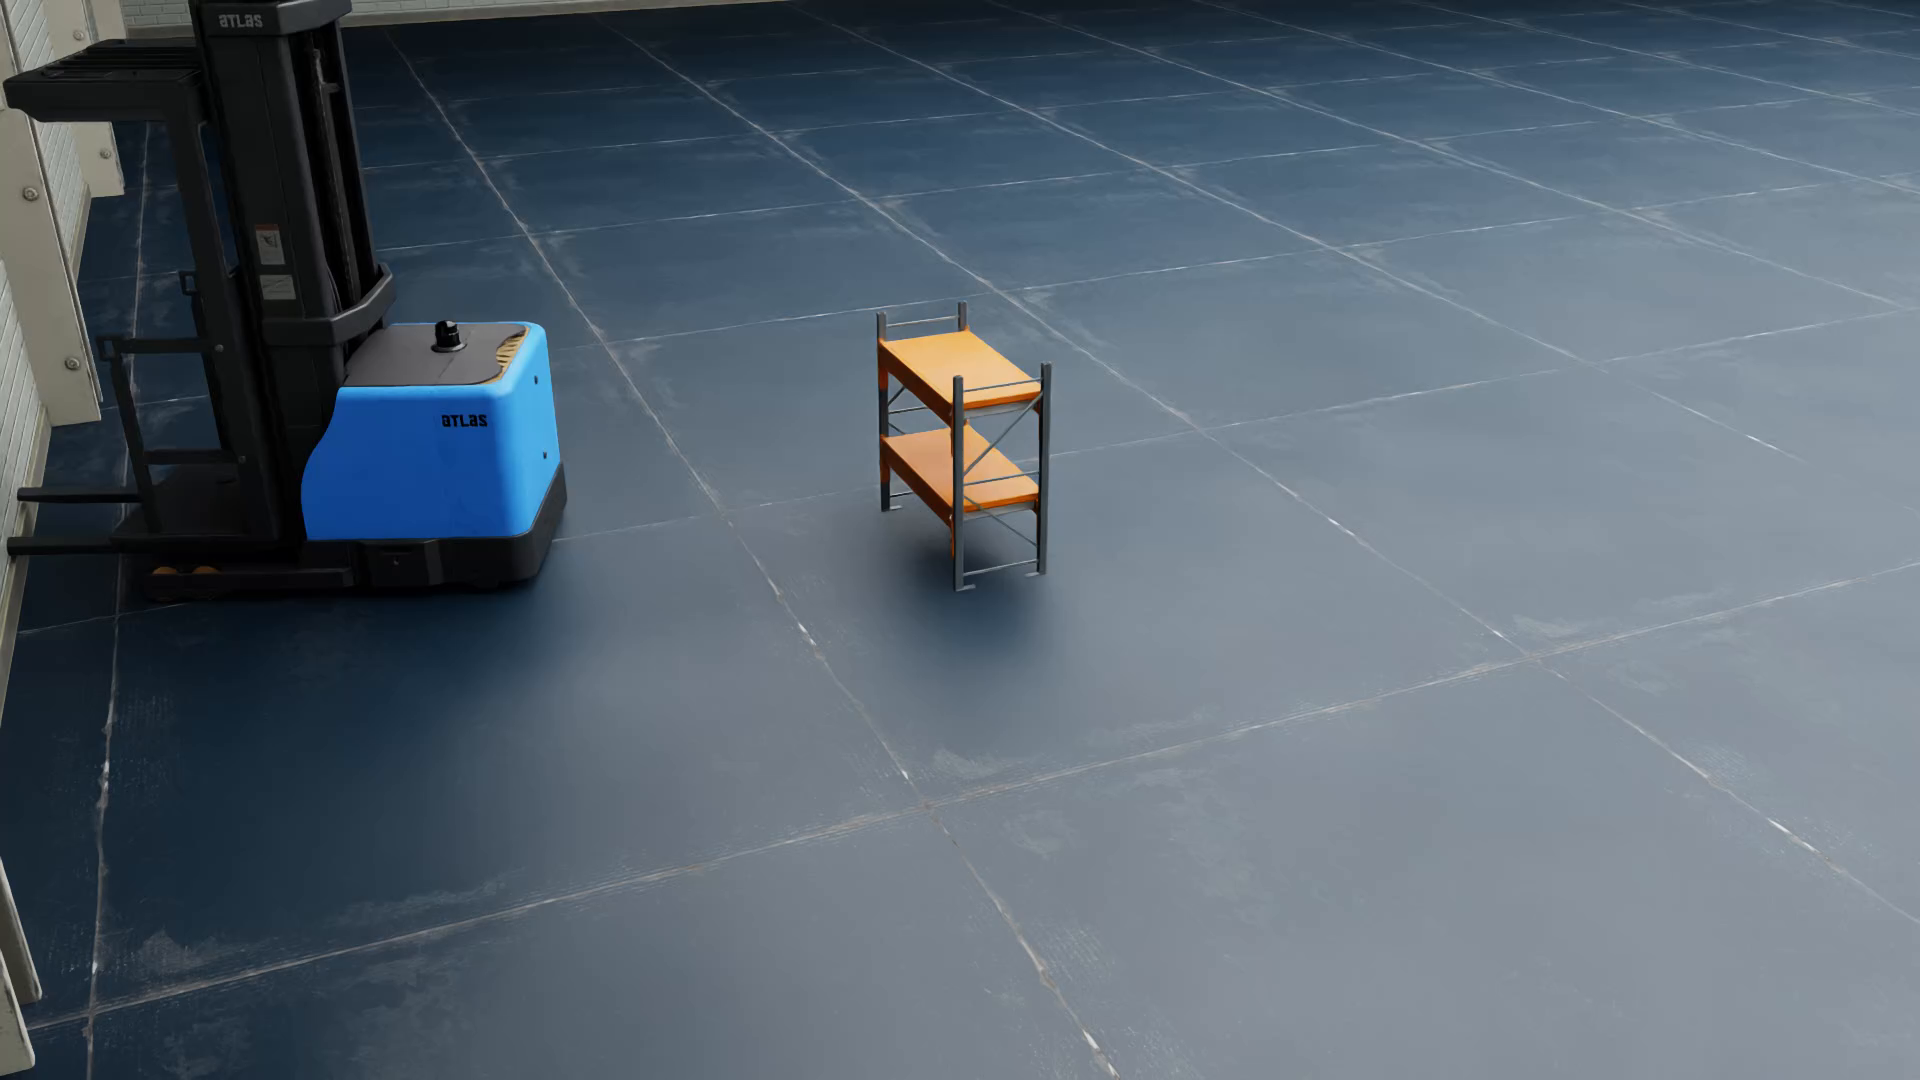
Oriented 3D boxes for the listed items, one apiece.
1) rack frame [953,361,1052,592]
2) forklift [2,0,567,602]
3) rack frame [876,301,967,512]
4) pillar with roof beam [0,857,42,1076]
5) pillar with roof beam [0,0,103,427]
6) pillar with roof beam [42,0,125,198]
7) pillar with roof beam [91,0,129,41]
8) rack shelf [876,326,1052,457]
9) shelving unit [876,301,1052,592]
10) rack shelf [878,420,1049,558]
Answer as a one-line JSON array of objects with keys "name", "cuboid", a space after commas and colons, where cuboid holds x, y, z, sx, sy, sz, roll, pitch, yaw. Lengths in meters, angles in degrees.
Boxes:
[{"name": "rack frame", "cuboid": [0.202, -0.298, 8.077, 0.500, 1.125, 0.032, -11, 28, -21]}, {"name": "forklift", "cuboid": [-3.628, -1.253, 7.976, 3.031, 2.935, 1.130, -1, 26, -2]}, {"name": "rack frame", "cuboid": [-0.196, -0.708, 8.918, 0.500, 1.125, 0.032, -11, 28, -21]}, {"name": "pillar with roof beam", "cuboid": [0.787, -3.155, 4.955, 9.100, 9.000, 0.400, -11, 28, -21]}, {"name": "pillar with roof beam", "cuboid": [-1.563, -5.577, 9.916, 9.100, 9.000, 0.400, -11, 28, -21]}, {"name": "pillar with roof beam", "cuboid": [-3.913, -7.999, 14.877, 9.100, 9.000, 0.400, -11, 28, -21]}, {"name": "pillar with roof beam", "cuboid": [-6.262, -10.422, 19.838, 9.100, 9.000, 0.400, -11, 28, -21]}, {"name": "rack shelf", "cuboid": [0.003, -0.766, 8.369, 0.538, 0.278, 1.000, -11, 28, -21]}, {"name": "shelving unit", "cuboid": [0.003, -0.503, 8.498, 0.538, 1.125, 1.048, -11, 28, -21]}, {"name": "rack shelf", "cuboid": [0.003, -0.283, 8.605, 0.538, 0.278, 1.000, -11, 28, -21]}]
